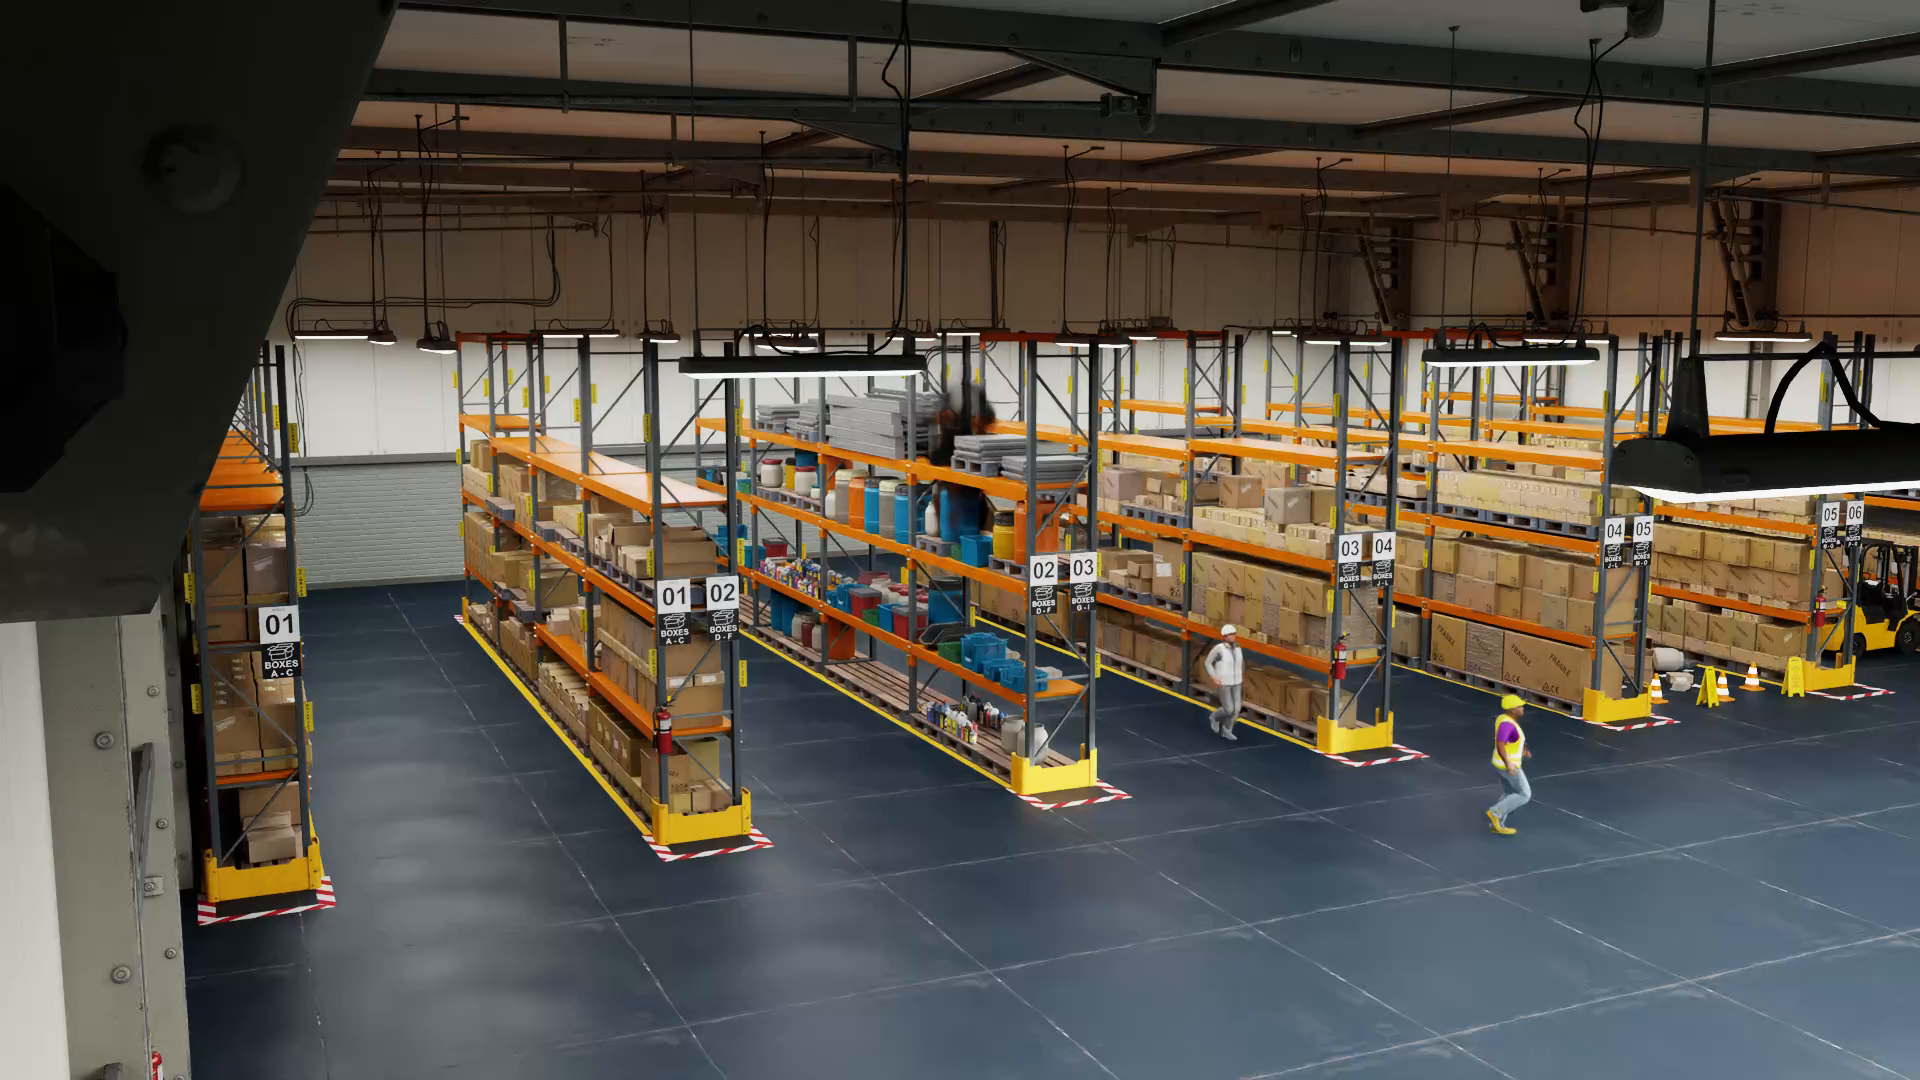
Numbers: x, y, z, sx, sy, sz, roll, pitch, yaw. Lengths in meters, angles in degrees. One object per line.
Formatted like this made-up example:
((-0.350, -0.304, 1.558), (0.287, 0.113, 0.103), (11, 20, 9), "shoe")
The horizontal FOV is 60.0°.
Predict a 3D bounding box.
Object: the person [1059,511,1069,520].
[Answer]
((2.397, -0.030, 40.866), (0.719, 1.732, 0.844), (5, 9, 35), "person")

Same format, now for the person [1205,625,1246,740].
((4.003, 2.126, 24.938), (0.676, 1.736, 0.538), (-4, 9, -25), "person")

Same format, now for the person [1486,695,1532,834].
((6.729, 2.743, 20.335), (0.573, 1.730, 0.710), (1, 8, 7), "person")
